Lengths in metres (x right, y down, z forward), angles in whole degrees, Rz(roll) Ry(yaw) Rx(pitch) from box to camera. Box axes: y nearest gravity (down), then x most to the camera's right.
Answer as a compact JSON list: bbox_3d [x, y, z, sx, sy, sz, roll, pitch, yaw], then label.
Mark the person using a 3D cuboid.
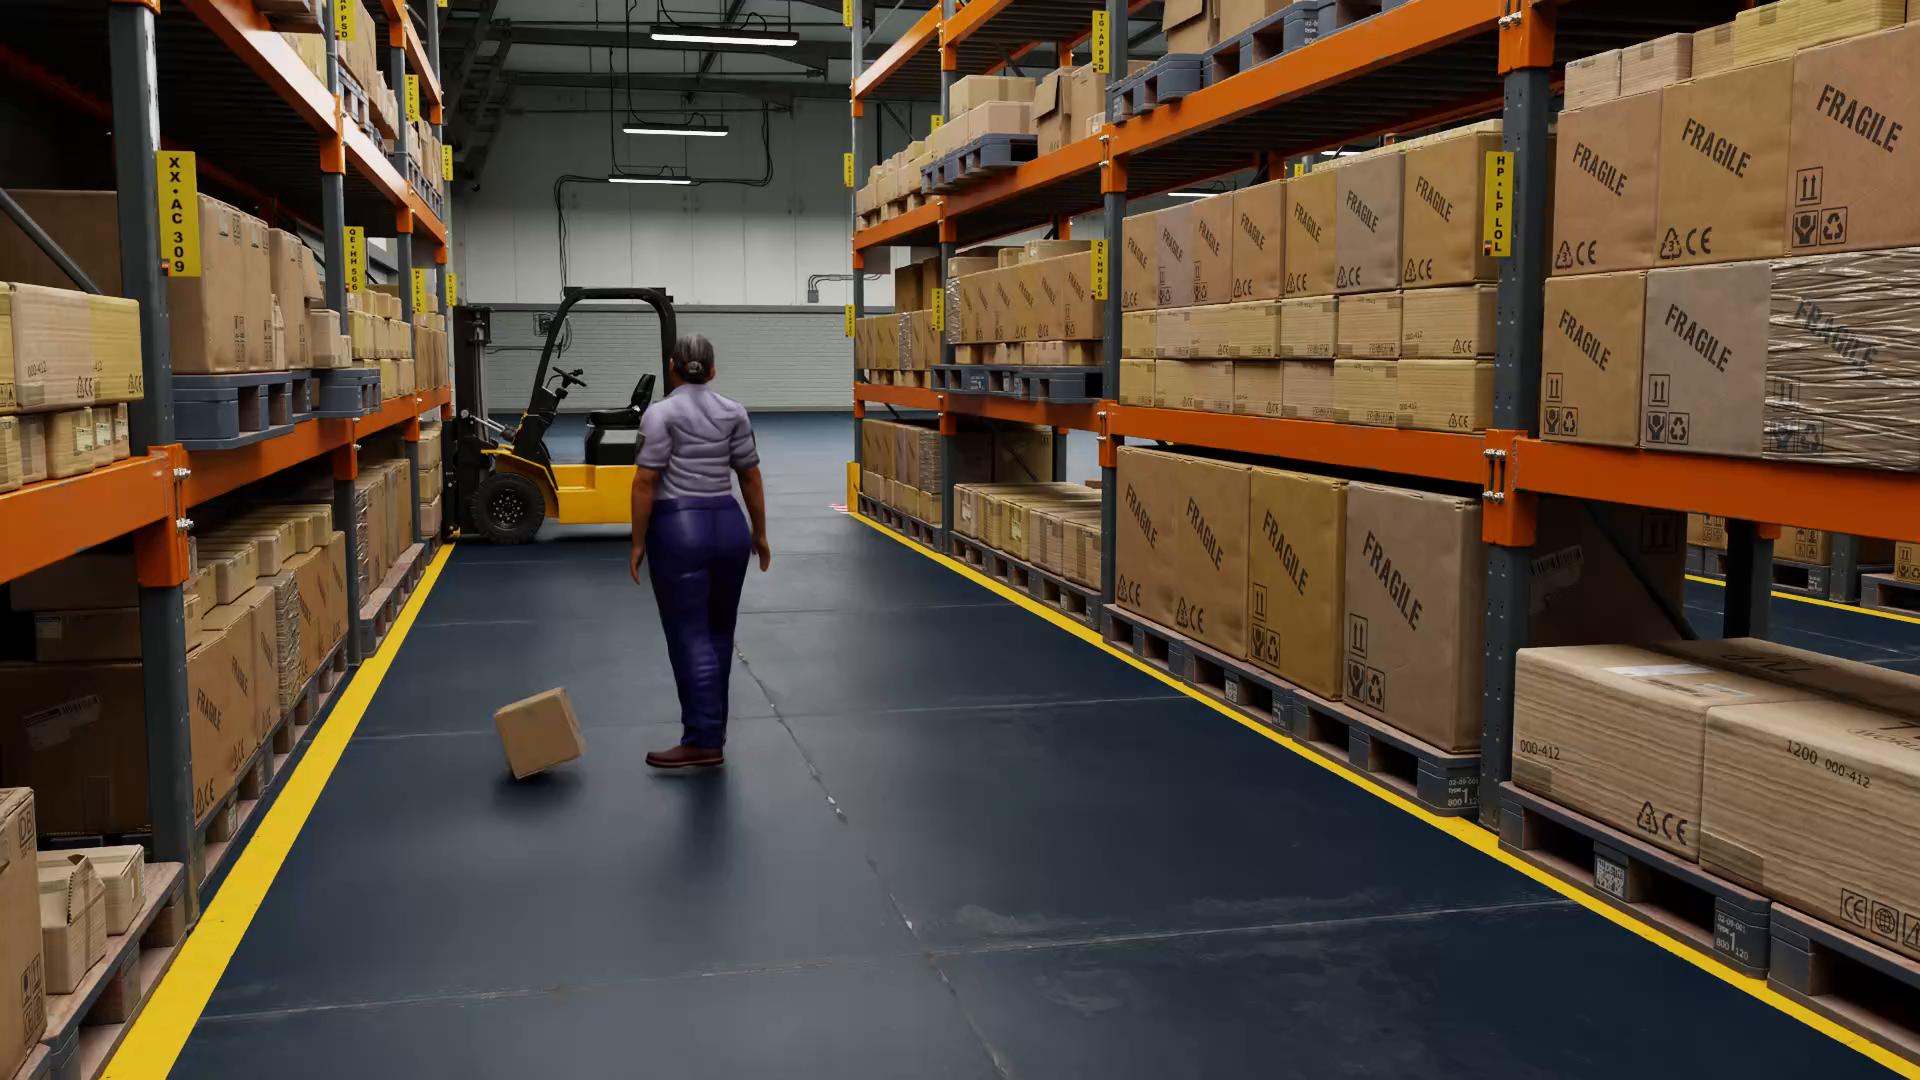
[{"bbox_3d":[-1.020,0.020,6.471,0.625,1.633,0.617,-5,8,-41],"label":"person"}]
